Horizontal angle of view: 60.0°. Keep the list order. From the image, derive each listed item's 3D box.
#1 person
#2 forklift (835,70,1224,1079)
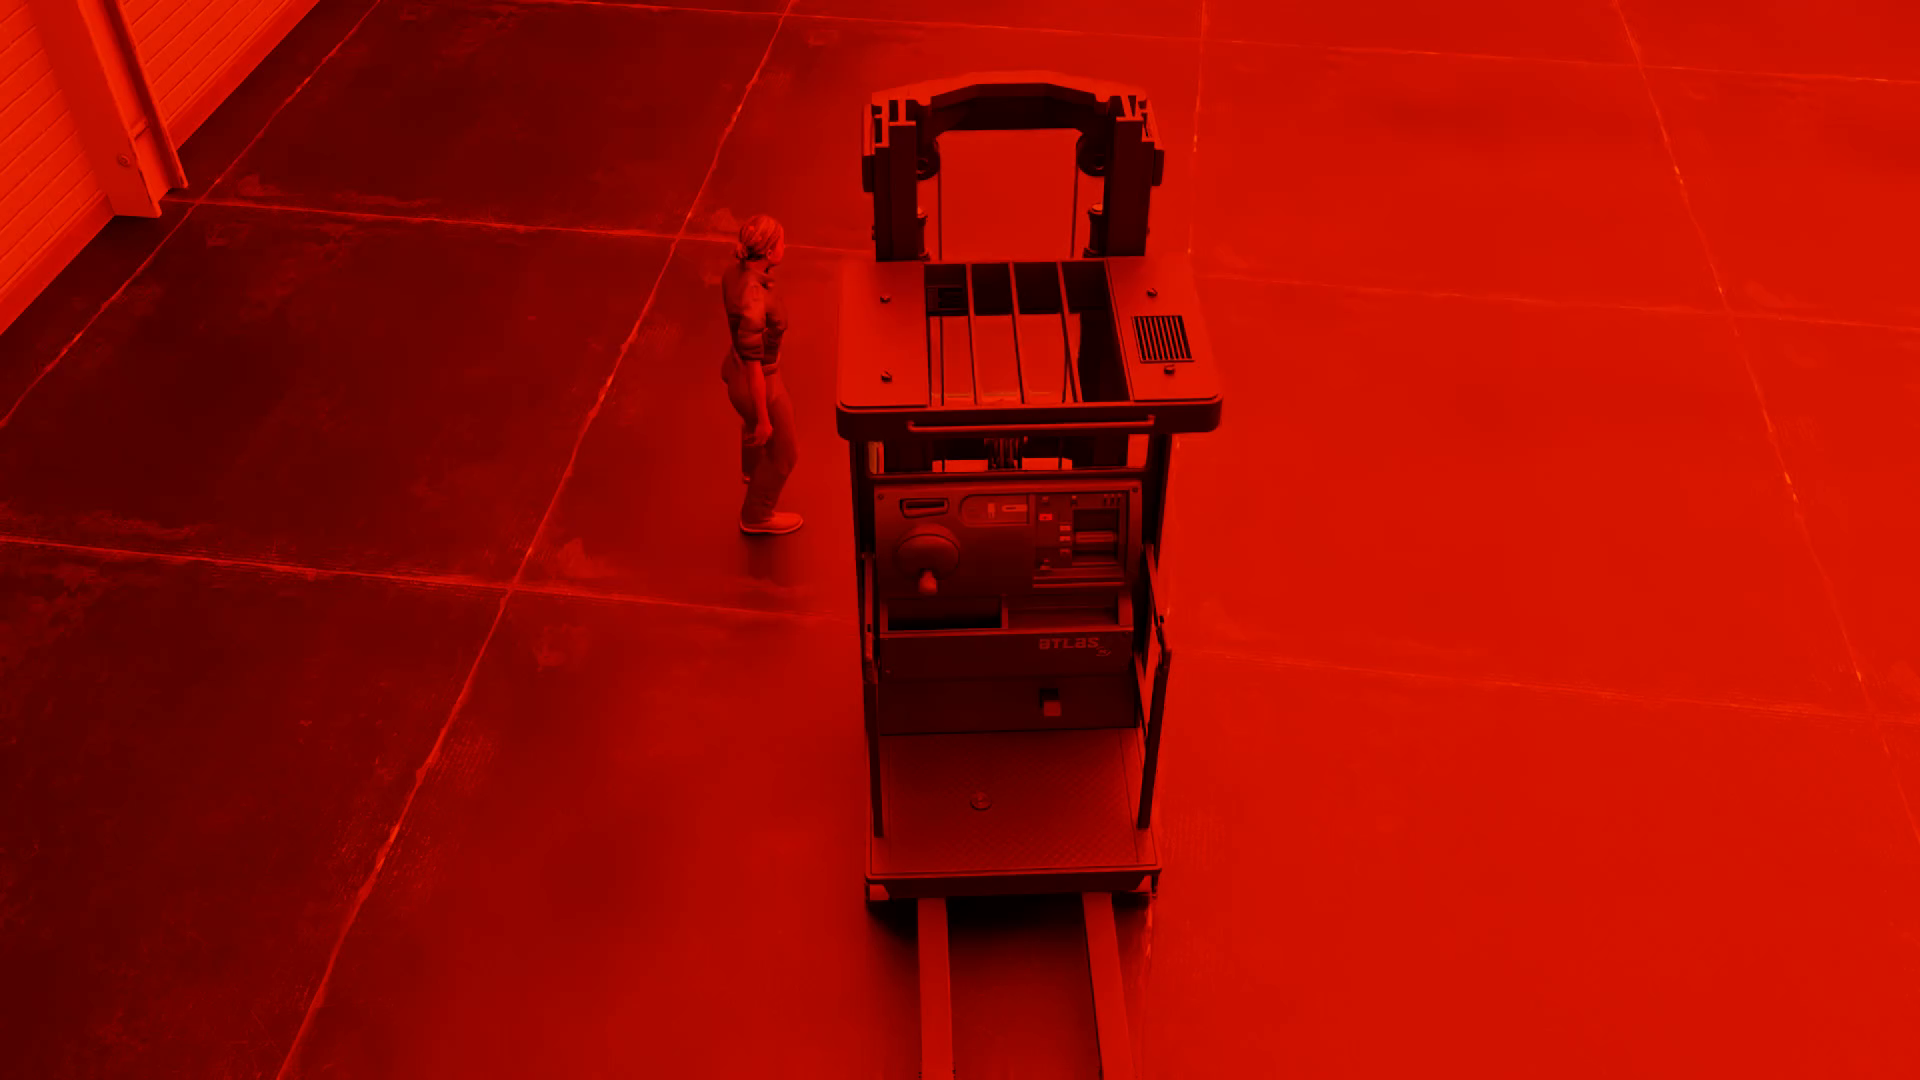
[{"bbox_3d":[-0.909,-0.754,7.512,0.355,1.632,0.753,-12,44,-13],"label":"person"},{"bbox_3d":[0.179,0.076,5.641,1.130,2.935,3.031,-2,43,-2],"label":"forklift"}]
